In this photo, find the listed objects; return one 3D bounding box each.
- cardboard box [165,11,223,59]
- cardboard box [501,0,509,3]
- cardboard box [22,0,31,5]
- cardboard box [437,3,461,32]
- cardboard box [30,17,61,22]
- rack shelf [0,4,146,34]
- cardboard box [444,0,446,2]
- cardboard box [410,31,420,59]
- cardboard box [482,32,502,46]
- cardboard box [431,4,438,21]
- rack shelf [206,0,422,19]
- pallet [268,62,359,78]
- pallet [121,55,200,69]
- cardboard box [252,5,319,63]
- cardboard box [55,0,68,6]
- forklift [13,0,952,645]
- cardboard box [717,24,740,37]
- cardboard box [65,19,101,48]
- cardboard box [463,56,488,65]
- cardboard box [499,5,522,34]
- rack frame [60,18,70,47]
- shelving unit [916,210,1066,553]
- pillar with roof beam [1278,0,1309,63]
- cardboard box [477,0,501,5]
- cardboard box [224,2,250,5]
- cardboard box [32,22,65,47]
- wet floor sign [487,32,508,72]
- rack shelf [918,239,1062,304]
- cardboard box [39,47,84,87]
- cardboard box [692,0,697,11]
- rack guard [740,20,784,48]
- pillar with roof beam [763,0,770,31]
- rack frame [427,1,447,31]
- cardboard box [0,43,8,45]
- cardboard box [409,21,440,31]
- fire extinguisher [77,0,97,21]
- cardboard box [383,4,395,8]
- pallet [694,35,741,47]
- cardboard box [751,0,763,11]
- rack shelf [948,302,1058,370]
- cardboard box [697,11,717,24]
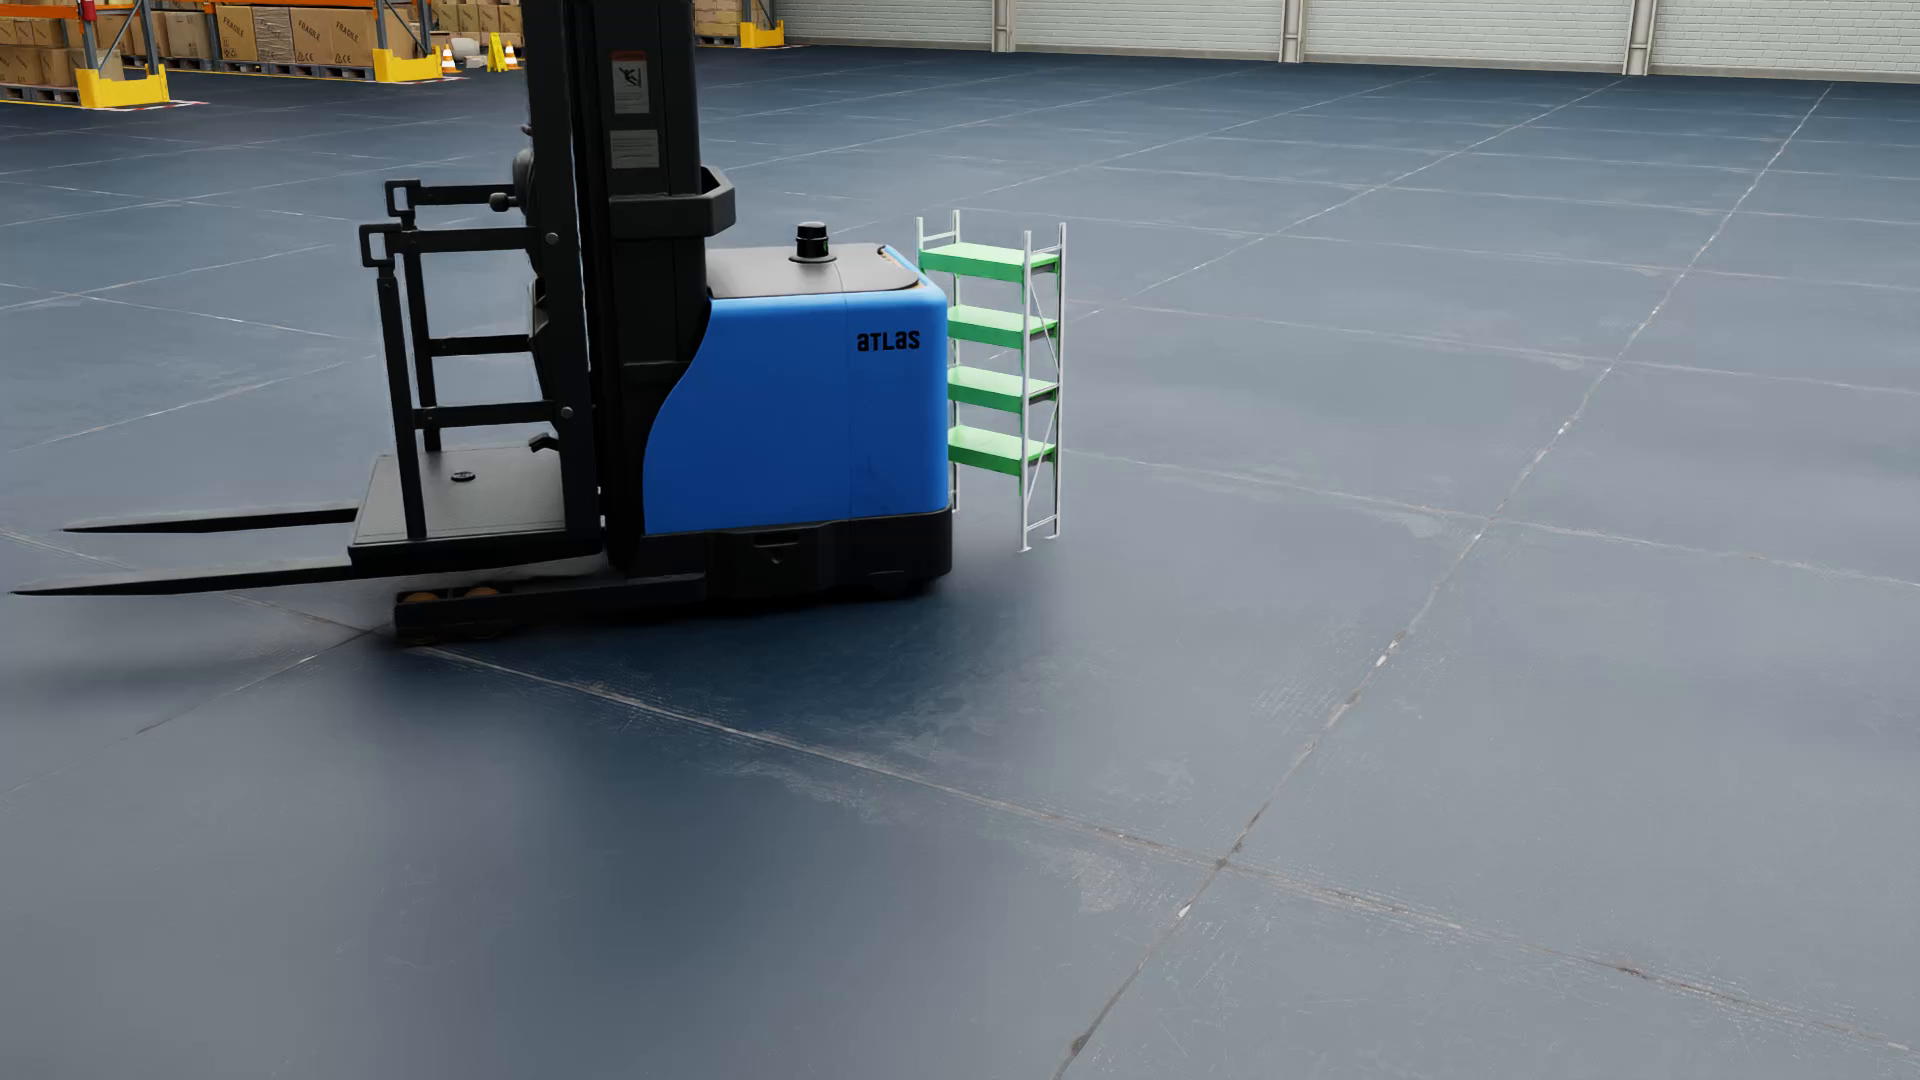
[{"bbox_3d":[-13.012,-8.758,28.793,0.750,0.750,1.050,11,23,27],"label":"cardboard box"},{"bbox_3d":[-10.063,-12.043,38.031,0.625,0.625,0.875,12,23,29],"label":"cardboard box"},{"bbox_3d":[-12.661,-7.453,22.880,0.250,0.149,0.380,11,23,27],"label":"cardboard box"},{"bbox_3d":[-9.717,-10.111,32.157,0.500,0.500,0.500,12,23,30],"label":"cardboard box"},{"bbox_3d":[-16.643,-9.617,30.429,0.500,0.250,0.500,10,22,26],"label":"cardboard box"},{"bbox_3d":[-13.187,-7.411,23.452,4.000,0.370,1.077,11,23,27],"label":"rack shelf"},{"bbox_3d":[-11.730,-12.510,38.551,0.250,0.149,0.380,10,22,25],"label":"cardboard box"},{"bbox_3d":[-10.197,-8.949,30.097,0.503,0.637,0.797,11,23,27],"label":"cardboard box"},{"bbox_3d":[-8.781,-9.586,31.808,0.500,0.250,0.500,10,22,27],"label":"cardboard box"},{"bbox_3d":[-12.081,-12.291,38.899,0.500,0.500,0.500,10,22,26],"label":"cardboard box"},{"bbox_3d":[-10.680,-8.871,27.476,4.000,0.370,1.077,11,23,27],"label":"rack shelf"},{"bbox_3d":[-10.731,-7.878,27.775,1.213,0.211,1.003,11,23,27],"label":"pallet"},{"bbox_3d":[-14.206,-8.539,29.596,1.213,0.211,1.003,11,23,27],"label":"pallet"},{"bbox_3d":[-11.122,-8.466,27.805,0.875,0.875,0.875,11,23,28],"label":"cardboard box"},{"bbox_3d":[-12.009,-7.326,22.532,0.250,0.149,0.380,11,23,27],"label":"cardboard box"},{"bbox_3d":[-1.602,-1.235,5.472,3.031,2.935,1.130,-5,20,-13],"label":"forklift"},{"bbox_3d":[-4.755,-10.734,34.974,0.500,0.250,0.500,11,23,28],"label":"cardboard box"},{"bbox_3d":[-15.431,-9.219,30.063,0.750,0.750,1.050,10,22,27],"label":"cardboard box"},{"bbox_3d":[-8.737,-8.643,29.974,0.380,0.149,0.250,-11,23,-29],"label":"cardboard box"},{"bbox_3d":[-8.329,-9.852,31.442,0.500,0.500,0.500,10,22,26],"label":"cardboard box"},{"bbox_3d":[-15.918,-10.207,30.104,0.127,3.000,1.000,11,23,27],"label":"rack frame"},{"bbox_3d":[0.111,-0.599,6.258,0.503,1.200,0.258,15,25,35],"label":"shelving unit"},{"bbox_3d":[4.018,-11.772,25.622,0.400,9.000,9.100,11,23,27],"label":"pillar with roof beam"},{"bbox_3d":[-8.951,-10.248,31.584,0.250,0.149,0.380,12,23,30],"label":"cardboard box"},{"bbox_3d":[-14.932,-11.185,35.301,0.875,0.875,0.875,11,23,28],"label":"cardboard box"},{"bbox_3d":[-16.620,-9.261,30.546,0.500,0.500,0.500,11,23,27],"label":"cardboard box"},{"bbox_3d":[-7.943,-8.354,28.450,0.232,0.644,0.267,7,21,18],"label":"wet floor sign"},{"bbox_3d":[0.111,-0.991,6.116,0.480,0.148,0.258,15,25,35],"label":"rack shelf"},{"bbox_3d":[-12.517,-6.637,23.313,0.500,0.500,0.500,18,27,41],"label":"cardboard box"},{"bbox_3d":[-5.639,-11.368,35.255,0.500,0.250,0.500,11,23,28],"label":"cardboard box"},{"bbox_3d":[-4.170,-10.666,35.036,0.348,0.500,1.175,11,23,27],"label":"rack guard"},{"bbox_3d":[-6.459,-13.768,31.124,0.400,9.000,9.100,11,23,27],"label":"pillar with roof beam"},{"bbox_3d":[-10.100,-11.032,32.379,0.127,3.000,1.000,11,23,27],"label":"rack frame"},{"bbox_3d":[-14.100,-6.933,24.128,0.500,0.500,0.500,-17,26,-39],"label":"cardboard box"},{"bbox_3d":[-10.559,-10.081,32.994,0.625,0.372,0.950,11,23,28],"label":"cardboard box"},{"bbox_3d":[-11.566,-7.224,21.995,0.183,0.674,0.296,11,23,27],"label":"fire extinguisher"},{"bbox_3d":[-13.451,-12.546,39.602,0.500,0.500,0.500,10,22,26],"label":"cardboard box"},{"bbox_3d":[-4.879,-10.649,35.413,1.213,0.211,1.003,11,23,27],"label":"pallet"},{"bbox_3d":[-4.518,-11.356,35.223,0.500,0.250,0.500,10,22,26],"label":"cardboard box"},{"bbox_3d":[0.111,-0.765,6.198,0.480,0.148,0.258,15,25,35],"label":"rack shelf"},{"bbox_3d":[-5.201,-11.059,35.138,0.500,0.250,0.500,11,22,27],"label":"cardboard box"}]
